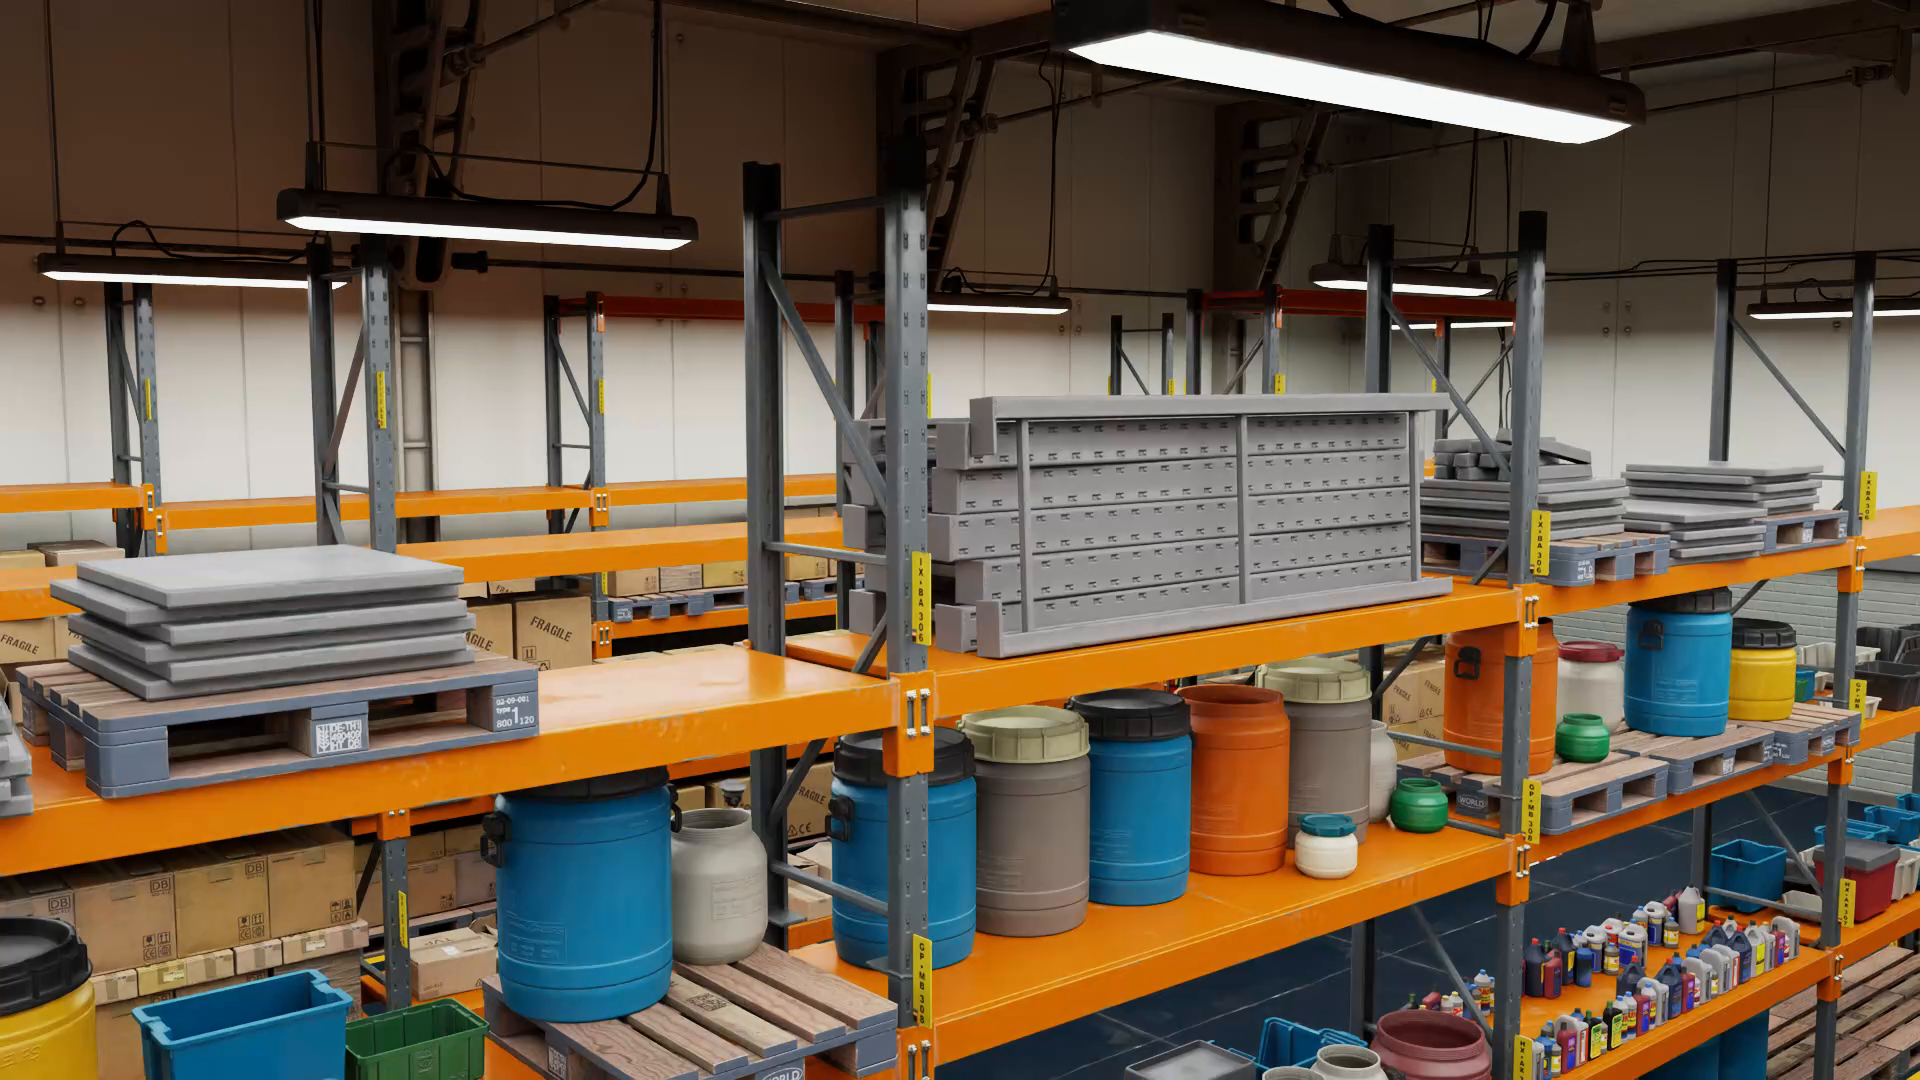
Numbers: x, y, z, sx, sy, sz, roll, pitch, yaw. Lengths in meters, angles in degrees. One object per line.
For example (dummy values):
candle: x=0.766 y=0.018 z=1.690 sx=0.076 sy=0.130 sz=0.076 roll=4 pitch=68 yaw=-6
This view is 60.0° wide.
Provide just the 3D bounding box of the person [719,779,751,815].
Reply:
person: x=-1.988 y=2.933 z=14.545 sx=0.371 sy=1.677 sz=0.519 roll=4 pitch=7 yaw=39
